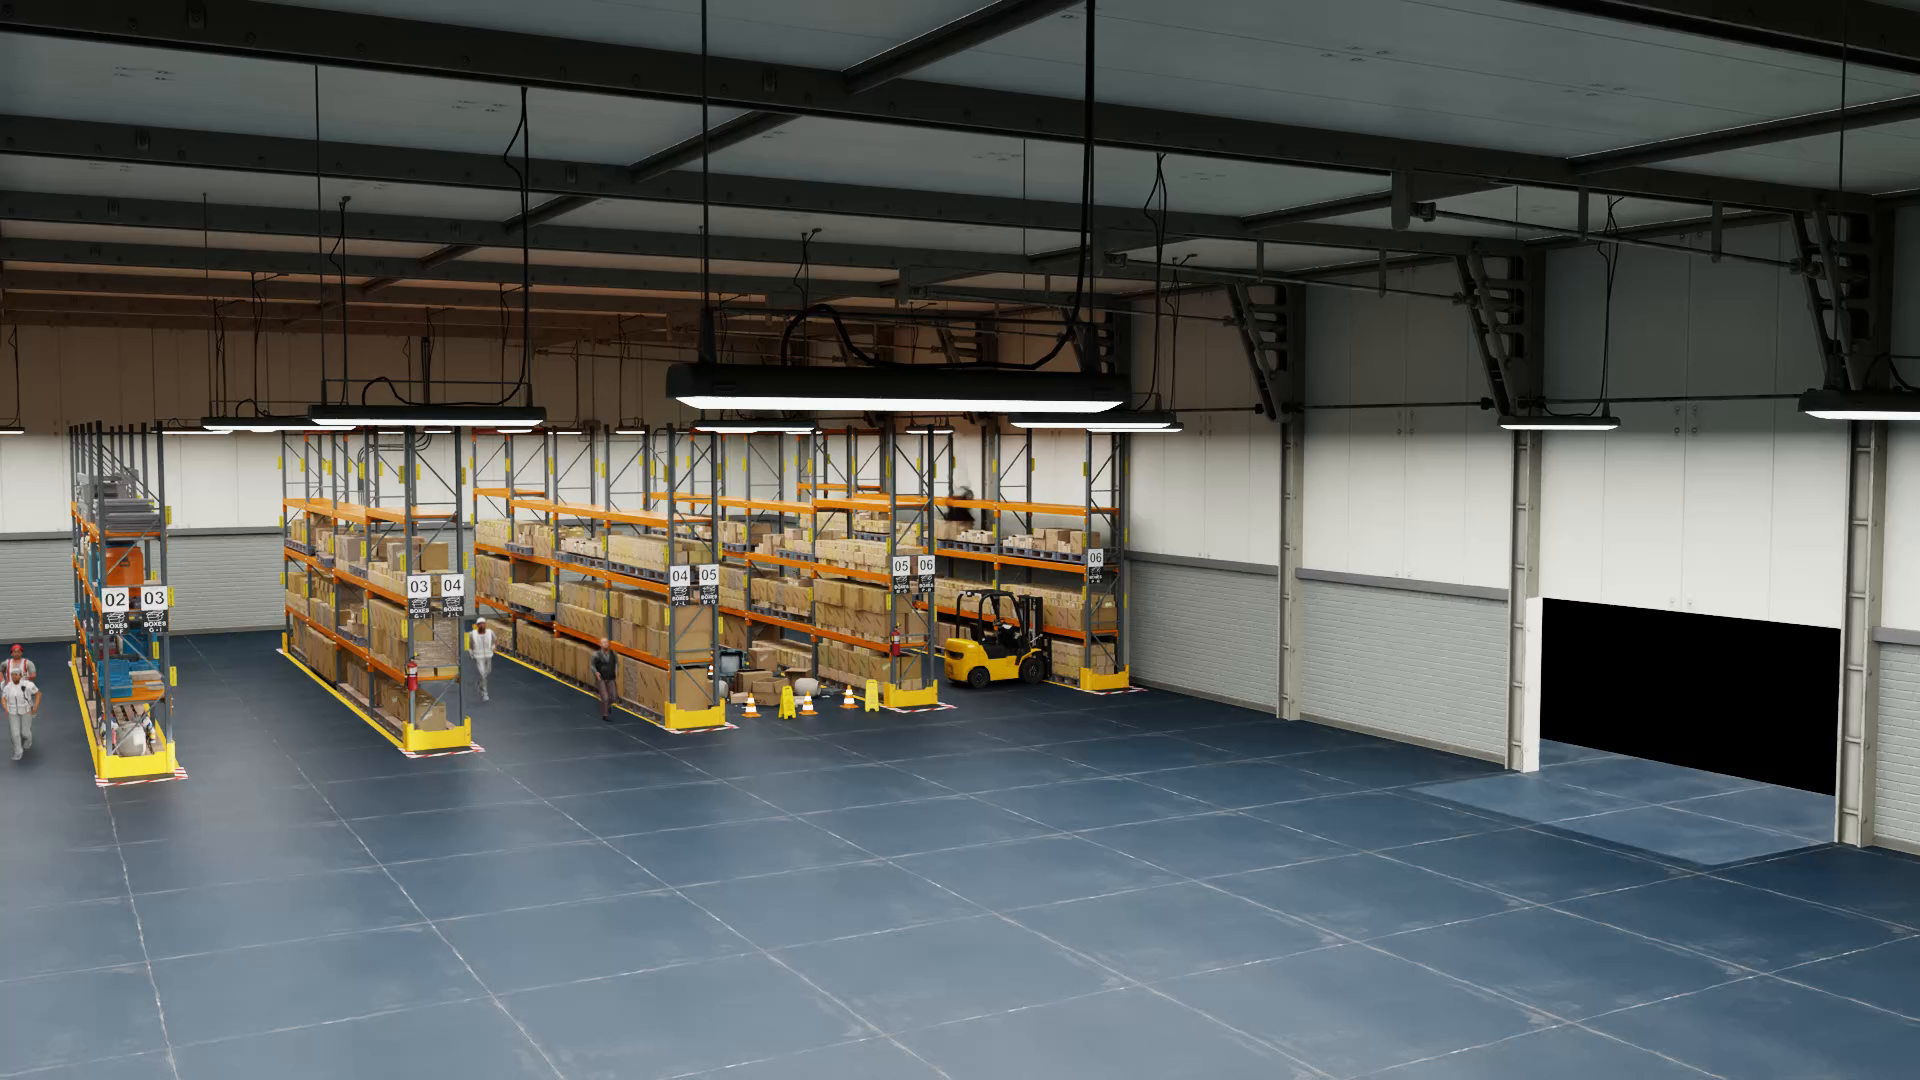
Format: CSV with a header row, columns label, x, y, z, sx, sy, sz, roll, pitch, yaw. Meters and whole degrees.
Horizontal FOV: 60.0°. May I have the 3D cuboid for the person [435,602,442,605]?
label,x,y,z,sx,sy,sz,roll,pitch,yaw
person,-14.499,1.965,46.702,0.716,1.780,0.919,2,4,28

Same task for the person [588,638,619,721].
label,x,y,z,sx,sy,sz,roll,pitch,yaw
person,-7.161,2.810,33.539,0.644,1.677,0.580,-2,4,-31

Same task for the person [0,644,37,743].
label,x,y,z,sx,sy,sz,roll,pitch,yaw
person,-17.762,2.890,31.354,0.631,1.844,0.735,-2,4,-32

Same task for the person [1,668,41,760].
label,x,y,z,sx,sy,sz,roll,pitch,yaw
person,-16.760,3.084,29.674,0.622,1.627,0.615,-1,4,-15

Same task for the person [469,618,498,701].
label,x,y,z,sx,sy,sz,roll,pitch,yaw
person,-10.442,2.585,36.411,0.669,1.789,0.901,-2,4,-30
